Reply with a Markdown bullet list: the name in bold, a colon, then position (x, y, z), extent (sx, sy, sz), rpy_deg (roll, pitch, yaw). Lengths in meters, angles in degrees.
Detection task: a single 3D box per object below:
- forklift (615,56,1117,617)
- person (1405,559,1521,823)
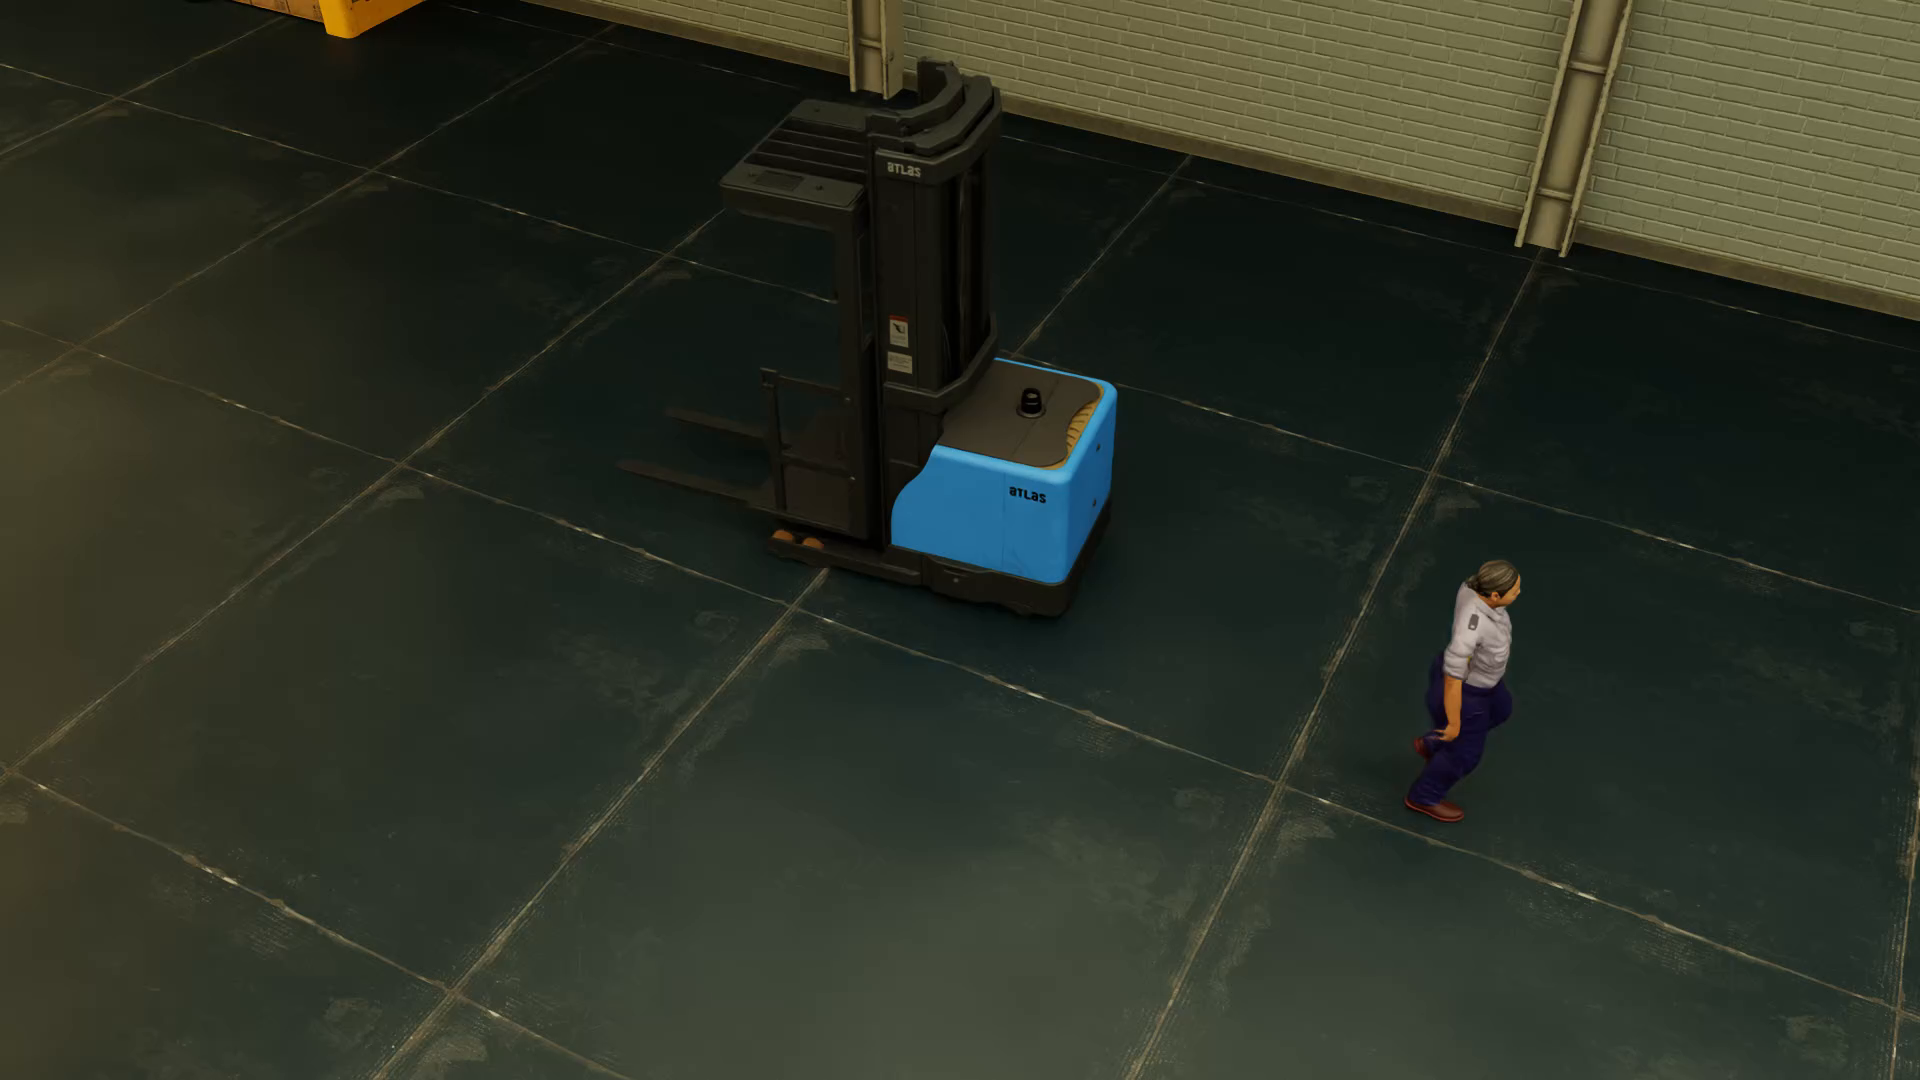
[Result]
- **forklift**: position (-0.641, -1.270, 9.495), extent (3.031, 2.935, 1.130), rpy_deg (14, 42, 16)
- **person**: position (2.522, 0.725, 8.140), extent (0.457, 1.631, 0.613), rpy_deg (10, 41, 11)
